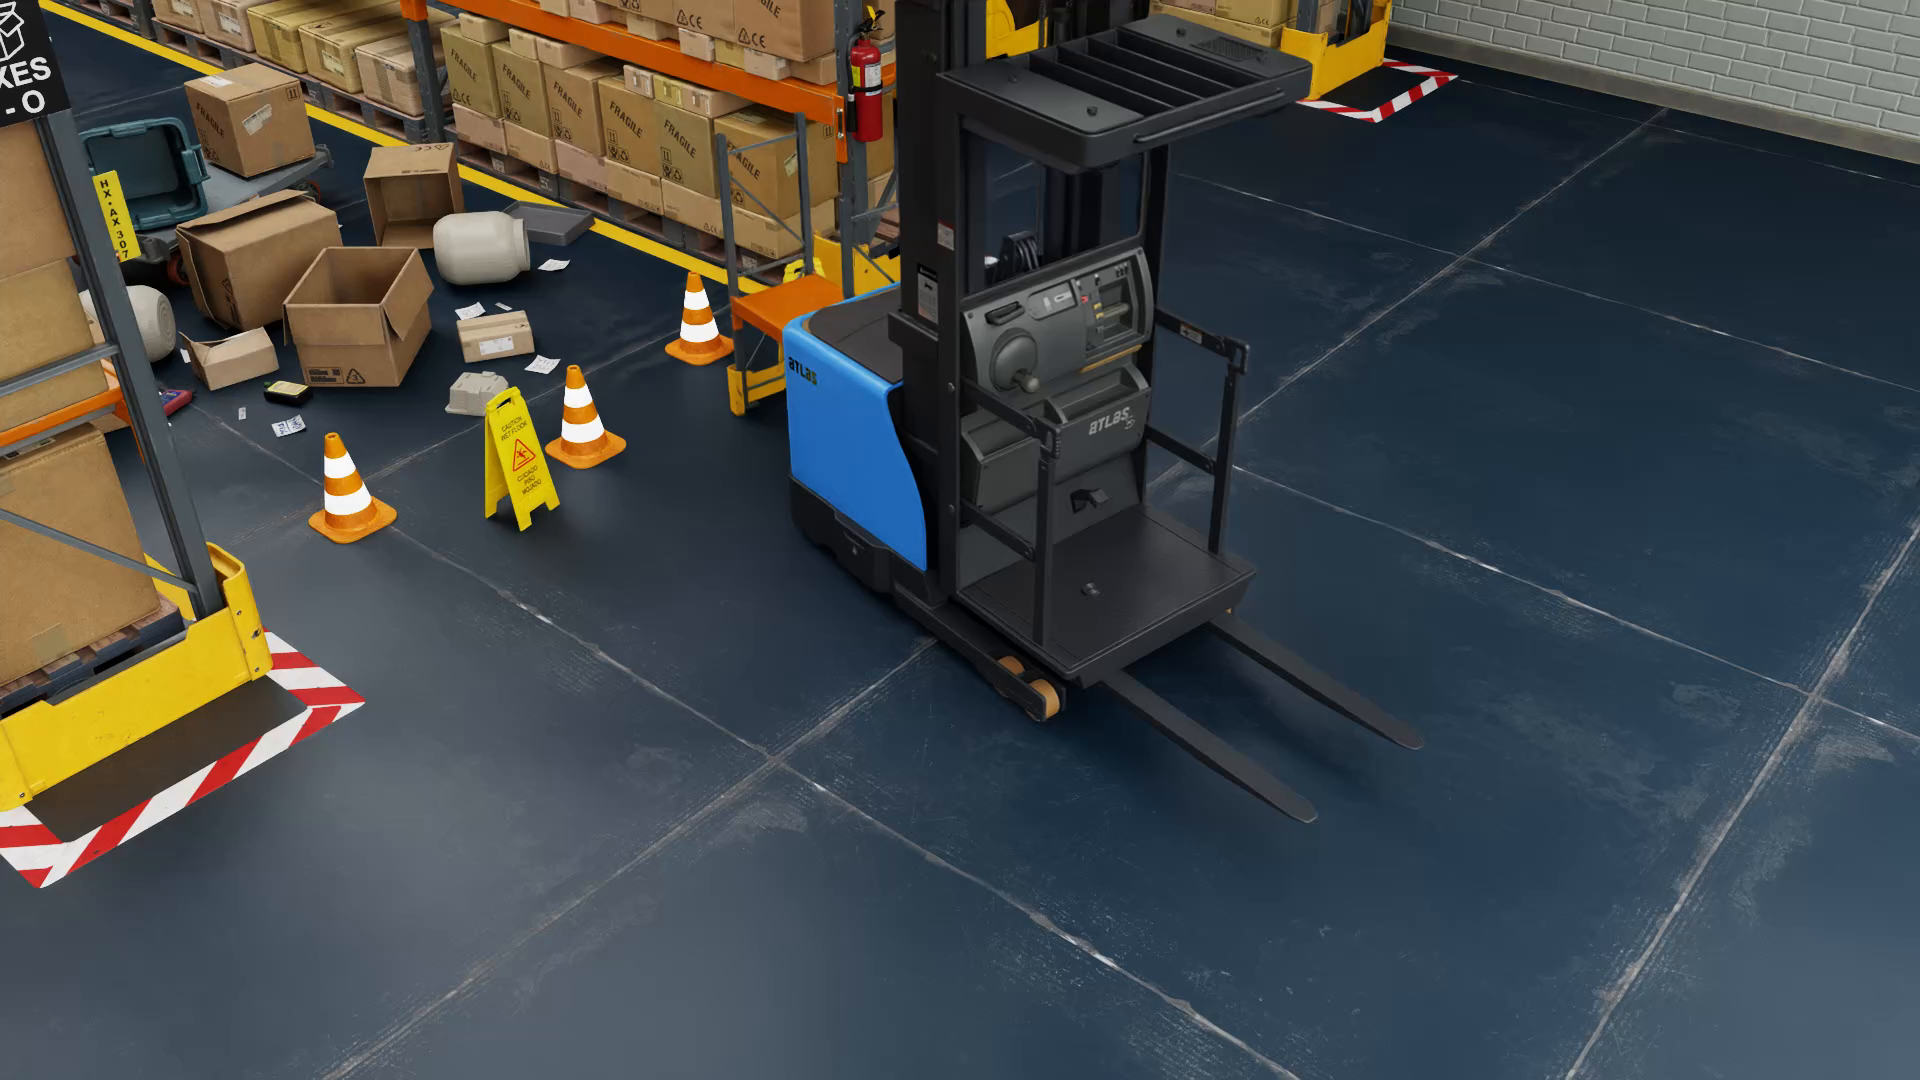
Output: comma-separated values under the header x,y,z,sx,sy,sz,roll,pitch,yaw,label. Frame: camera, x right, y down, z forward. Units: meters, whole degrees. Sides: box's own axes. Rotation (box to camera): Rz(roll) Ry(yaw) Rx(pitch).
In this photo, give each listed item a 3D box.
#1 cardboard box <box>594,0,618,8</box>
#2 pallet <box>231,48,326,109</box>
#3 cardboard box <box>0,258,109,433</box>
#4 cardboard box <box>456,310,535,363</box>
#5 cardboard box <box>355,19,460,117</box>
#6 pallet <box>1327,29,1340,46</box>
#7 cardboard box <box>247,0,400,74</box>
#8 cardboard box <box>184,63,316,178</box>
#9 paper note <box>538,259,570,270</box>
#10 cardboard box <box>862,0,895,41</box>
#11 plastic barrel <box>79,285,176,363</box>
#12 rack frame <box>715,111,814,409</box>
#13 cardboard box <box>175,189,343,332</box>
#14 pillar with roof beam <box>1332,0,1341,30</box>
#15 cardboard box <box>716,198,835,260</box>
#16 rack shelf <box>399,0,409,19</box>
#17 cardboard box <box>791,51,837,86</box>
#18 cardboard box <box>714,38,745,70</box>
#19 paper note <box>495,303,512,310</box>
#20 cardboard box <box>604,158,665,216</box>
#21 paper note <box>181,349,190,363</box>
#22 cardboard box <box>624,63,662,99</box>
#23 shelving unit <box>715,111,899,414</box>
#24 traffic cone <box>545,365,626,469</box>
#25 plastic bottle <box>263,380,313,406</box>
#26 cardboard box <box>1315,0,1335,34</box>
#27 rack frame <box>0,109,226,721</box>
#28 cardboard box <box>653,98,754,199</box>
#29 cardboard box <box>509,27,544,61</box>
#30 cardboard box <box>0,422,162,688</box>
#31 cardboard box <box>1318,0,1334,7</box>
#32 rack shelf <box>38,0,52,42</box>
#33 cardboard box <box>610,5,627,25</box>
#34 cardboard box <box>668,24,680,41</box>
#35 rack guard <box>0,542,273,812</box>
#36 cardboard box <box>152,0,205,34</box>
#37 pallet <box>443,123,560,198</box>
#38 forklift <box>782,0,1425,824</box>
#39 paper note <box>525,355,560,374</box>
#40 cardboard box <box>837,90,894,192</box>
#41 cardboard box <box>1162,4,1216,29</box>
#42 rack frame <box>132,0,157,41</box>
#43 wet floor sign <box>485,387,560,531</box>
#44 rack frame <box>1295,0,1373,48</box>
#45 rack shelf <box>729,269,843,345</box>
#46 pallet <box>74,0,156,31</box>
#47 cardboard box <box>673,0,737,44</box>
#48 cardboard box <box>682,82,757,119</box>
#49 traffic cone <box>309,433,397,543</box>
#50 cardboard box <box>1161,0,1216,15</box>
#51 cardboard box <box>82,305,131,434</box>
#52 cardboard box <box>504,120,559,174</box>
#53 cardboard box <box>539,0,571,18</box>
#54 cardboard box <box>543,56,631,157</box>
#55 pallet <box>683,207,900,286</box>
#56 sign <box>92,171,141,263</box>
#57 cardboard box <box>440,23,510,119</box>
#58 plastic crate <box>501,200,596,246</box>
x,y,z,sx,sy,sz,roll,pitch,yaw,label
-2.025,-3.512,9.863,0.500,0.500,0.500,26,42,32,cardboard box
-4.906,-3.736,13.004,1.213,0.211,1.003,25,42,32,pallet
-3.694,-0.700,5.987,0.550,0.550,0.875,25,42,32,cardboard box
-2.590,-1.134,9.270,0.380,0.149,0.250,-12,36,-17,cardboard box
-3.769,-3.441,12.061,0.625,0.372,0.950,26,42,32,cardboard box
2.268,-3.984,13.364,1.213,0.211,1.003,25,42,32,pallet
-4.859,-3.951,12.804,0.625,0.372,0.950,27,43,33,cardboard box
-4.480,-2.659,10.511,0.500,0.500,0.500,25,42,32,cardboard box
-2.485,-1.688,10.181,0.148,0.019,0.142,12,36,16,paper note
-0.477,-3.170,9.365,0.500,0.500,0.500,25,41,31,cardboard box
-4.601,-1.167,9.075,0.512,0.421,0.421,-6,35,-8,plastic barrel
-0.962,-1.394,8.458,0.500,1.500,0.032,-25,41,-31,rack frame
-3.984,-1.610,9.531,0.503,0.637,0.797,25,42,32,cardboard box
0.170,-6.119,8.711,0.400,9.000,9.100,25,42,32,pillar with roof beam
-1.102,-1.938,9.980,0.500,0.250,0.500,25,42,32,cardboard box
-4.901,-4.590,12.420,4.000,0.370,1.077,25,42,32,rack shelf
-0.715,-2.652,9.185,0.250,0.149,0.380,27,43,33,cardboard box
-1.164,-2.798,9.397,0.250,0.149,0.380,24,41,31,cardboard box
-2.672,-1.366,9.730,0.123,0.001,0.032,25,42,32,paper note
-1.882,-2.307,10.518,0.500,0.250,0.500,24,41,30,cardboard box
-4.239,-1.049,9.258,0.172,0.023,0.155,-18,38,-25,paper note
-1.791,-2.799,9.998,0.250,0.149,0.380,27,43,34,cardboard box
-0.649,-1.176,8.136,0.587,1.500,1.083,-25,41,-31,shelving unit
-1.895,-0.656,8.297,0.334,0.463,0.336,25,42,32,traffic cone
-3.598,-0.786,8.841,0.283,0.061,0.133,12,36,16,plastic bottle
2.630,-4.177,13.241,0.500,0.250,0.500,25,42,32,cardboard box
-3.380,-0.523,5.863,0.127,3.000,1.000,25,42,32,rack frame
-1.476,-2.427,10.029,0.500,0.500,0.500,27,43,33,cardboard box
-2.630,-3.191,10.569,0.250,0.149,0.380,27,43,33,cardboard box
-3.943,-0.038,6.661,0.875,0.875,0.875,26,42,32,cardboard box
2.654,-4.381,13.096,0.500,0.250,0.500,26,42,33,cardboard box
-4.917,-2.188,6.272,4.000,0.370,1.077,25,42,32,rack shelf
-1.877,-3.215,10.003,0.250,0.149,0.380,25,42,32,cardboard box
-1.488,-3.032,9.737,0.250,0.149,0.380,26,42,32,cardboard box
-3.361,0.516,6.557,0.348,0.500,1.175,25,42,32,rack guard
-6.011,-4.492,13.592,0.625,0.372,0.950,22,40,29,cardboard box
-2.826,-2.785,11.619,1.213,0.211,1.003,25,42,32,pallet
0.530,-0.803,6.330,1.130,2.935,3.031,-25,42,-32,forklift
-2.290,-0.966,9.130,0.142,0.019,0.148,12,36,16,paper note
-0.752,-2.483,10.112,0.500,0.500,0.500,24,41,30,cardboard box
1.943,-4.131,13.174,0.500,0.250,0.500,25,42,32,cardboard box
-6.439,-5.611,13.271,0.127,3.000,1.000,25,42,32,rack frame
-2.091,-0.404,7.768,0.232,0.644,0.267,18,38,24,wet floor sign
2.883,-4.875,12.198,0.127,3.000,1.000,25,42,32,rack frame
-0.643,-1.023,8.232,0.538,0.185,1.000,-25,41,-31,rack shelf
-6.996,-4.780,14.524,1.213,0.211,1.003,25,42,32,pallet
-1.266,-3.138,9.318,0.500,0.500,0.500,25,42,32,cardboard box
-1.398,-2.610,9.724,0.250,0.149,0.380,27,43,33,cardboard box
-2.879,-0.288,7.760,0.334,0.463,0.336,25,42,32,traffic cone
1.930,-4.347,13.046,0.500,0.250,0.500,25,42,31,cardboard box
-4.604,-0.827,8.511,0.500,0.500,0.500,-26,42,-32,cardboard box
-2.666,-2.682,11.064,0.500,0.250,0.500,28,43,34,cardboard box
-2.350,-3.338,10.183,0.250,0.149,0.380,25,42,32,cardboard box
-2.267,-2.803,10.577,0.500,0.500,0.500,28,43,34,cardboard box
-0.950,-1.901,10.332,1.213,0.211,1.003,25,42,32,pallet
-3.020,-1.152,5.943,0.005,0.325,0.100,25,42,32,sign
-3.084,-3.180,11.126,0.500,0.500,0.500,27,43,34,cardboard box
-2.683,-2.034,10.640,0.583,0.080,0.402,12,36,16,plastic crate
